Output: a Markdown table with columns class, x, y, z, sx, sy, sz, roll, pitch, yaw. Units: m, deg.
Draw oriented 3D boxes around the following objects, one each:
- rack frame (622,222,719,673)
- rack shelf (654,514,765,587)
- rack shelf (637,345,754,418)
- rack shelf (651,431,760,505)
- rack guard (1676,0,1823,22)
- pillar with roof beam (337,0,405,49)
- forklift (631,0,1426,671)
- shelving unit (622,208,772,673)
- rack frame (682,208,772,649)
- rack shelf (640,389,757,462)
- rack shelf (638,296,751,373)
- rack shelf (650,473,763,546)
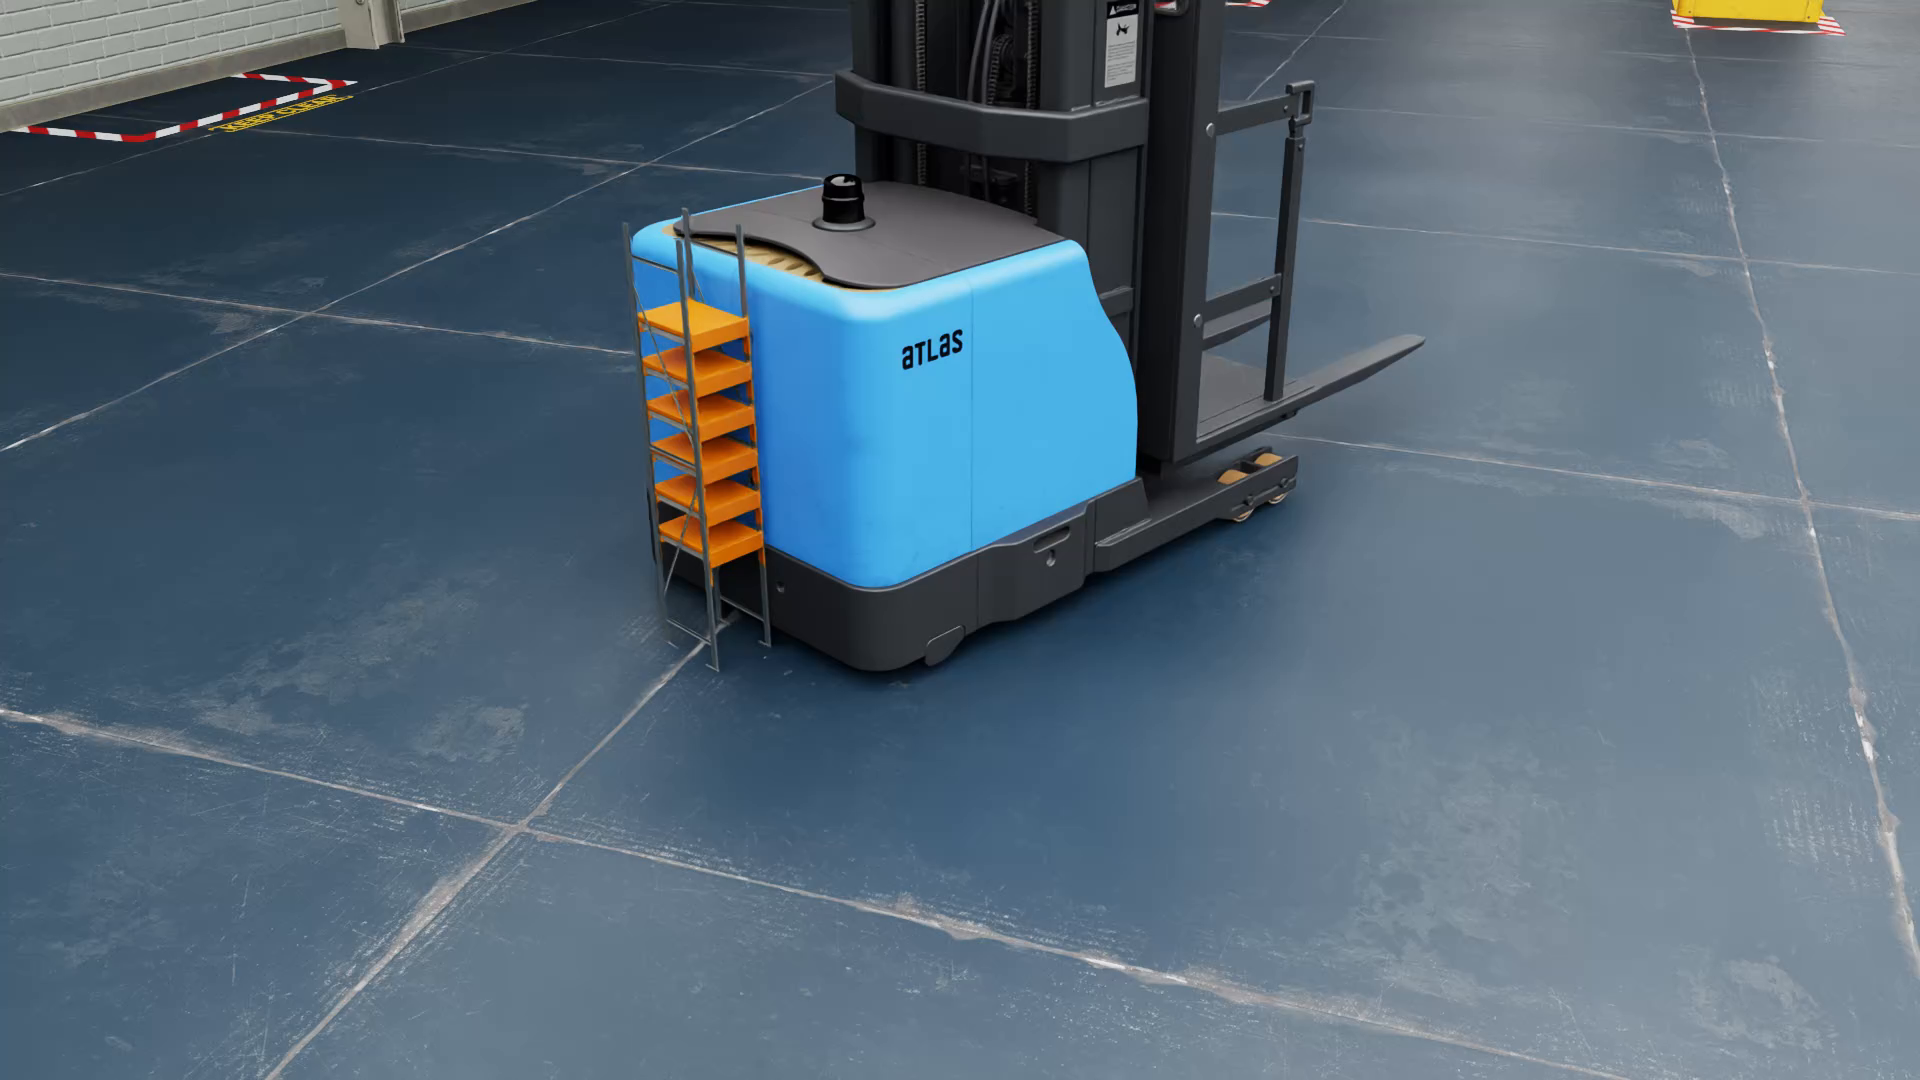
| class | x | y | z | sx | sy | sz | roll | pitch | yaw |
| --- | --- | --- | --- | --- | --- | --- | --- | --- | --- |
| rack frame | -0.745 | -0.214 | 4.315 | 0.240 | 1.200 | 0.006 | 23 | 35 | 39 |
| rack shelf | -0.678 | 0.011 | 4.499 | 0.258 | 0.103 | 0.180 | 23 | 35 | 39 |
| rack shelf | -0.683 | -0.419 | 4.286 | 0.258 | 0.103 | 0.180 | 23 | 35 | 39 |
| rack shelf | -0.681 | -0.204 | 4.393 | 0.258 | 0.103 | 0.180 | 23 | 35 | 39 |
| rack guard | 7.096 | -4.949 | 14.898 | 1.175 | 0.500 | 0.348 | 9 | 27 | 17 |
| pillar with roof beam | -0.747 | -7.496 | 10.406 | 9.100 | 9.000 | 0.400 | 9 | 27 | 17 |
| forklift | 0.473 | -1.519 | 5.023 | 1.130 | 2.935 | 3.031 | 23 | 34 | 39 |
| shelving unit | -0.681 | -0.243 | 4.373 | 0.258 | 1.200 | 0.189 | 23 | 35 | 39 |
| rack frame | -0.617 | -0.273 | 4.431 | 0.240 | 1.200 | 0.006 | 23 | 35 | 39 |
| rack shelf | -0.682 | -0.311 | 4.340 | 0.258 | 0.103 | 0.180 | 23 | 35 | 39 |
| rack shelf | -0.684 | -0.526 | 4.233 | 0.258 | 0.103 | 0.180 | 23 | 35 | 39 |
| rack shelf | -0.679 | -0.096 | 4.446 | 0.258 | 0.103 | 0.180 | 23 | 35 | 39 |
